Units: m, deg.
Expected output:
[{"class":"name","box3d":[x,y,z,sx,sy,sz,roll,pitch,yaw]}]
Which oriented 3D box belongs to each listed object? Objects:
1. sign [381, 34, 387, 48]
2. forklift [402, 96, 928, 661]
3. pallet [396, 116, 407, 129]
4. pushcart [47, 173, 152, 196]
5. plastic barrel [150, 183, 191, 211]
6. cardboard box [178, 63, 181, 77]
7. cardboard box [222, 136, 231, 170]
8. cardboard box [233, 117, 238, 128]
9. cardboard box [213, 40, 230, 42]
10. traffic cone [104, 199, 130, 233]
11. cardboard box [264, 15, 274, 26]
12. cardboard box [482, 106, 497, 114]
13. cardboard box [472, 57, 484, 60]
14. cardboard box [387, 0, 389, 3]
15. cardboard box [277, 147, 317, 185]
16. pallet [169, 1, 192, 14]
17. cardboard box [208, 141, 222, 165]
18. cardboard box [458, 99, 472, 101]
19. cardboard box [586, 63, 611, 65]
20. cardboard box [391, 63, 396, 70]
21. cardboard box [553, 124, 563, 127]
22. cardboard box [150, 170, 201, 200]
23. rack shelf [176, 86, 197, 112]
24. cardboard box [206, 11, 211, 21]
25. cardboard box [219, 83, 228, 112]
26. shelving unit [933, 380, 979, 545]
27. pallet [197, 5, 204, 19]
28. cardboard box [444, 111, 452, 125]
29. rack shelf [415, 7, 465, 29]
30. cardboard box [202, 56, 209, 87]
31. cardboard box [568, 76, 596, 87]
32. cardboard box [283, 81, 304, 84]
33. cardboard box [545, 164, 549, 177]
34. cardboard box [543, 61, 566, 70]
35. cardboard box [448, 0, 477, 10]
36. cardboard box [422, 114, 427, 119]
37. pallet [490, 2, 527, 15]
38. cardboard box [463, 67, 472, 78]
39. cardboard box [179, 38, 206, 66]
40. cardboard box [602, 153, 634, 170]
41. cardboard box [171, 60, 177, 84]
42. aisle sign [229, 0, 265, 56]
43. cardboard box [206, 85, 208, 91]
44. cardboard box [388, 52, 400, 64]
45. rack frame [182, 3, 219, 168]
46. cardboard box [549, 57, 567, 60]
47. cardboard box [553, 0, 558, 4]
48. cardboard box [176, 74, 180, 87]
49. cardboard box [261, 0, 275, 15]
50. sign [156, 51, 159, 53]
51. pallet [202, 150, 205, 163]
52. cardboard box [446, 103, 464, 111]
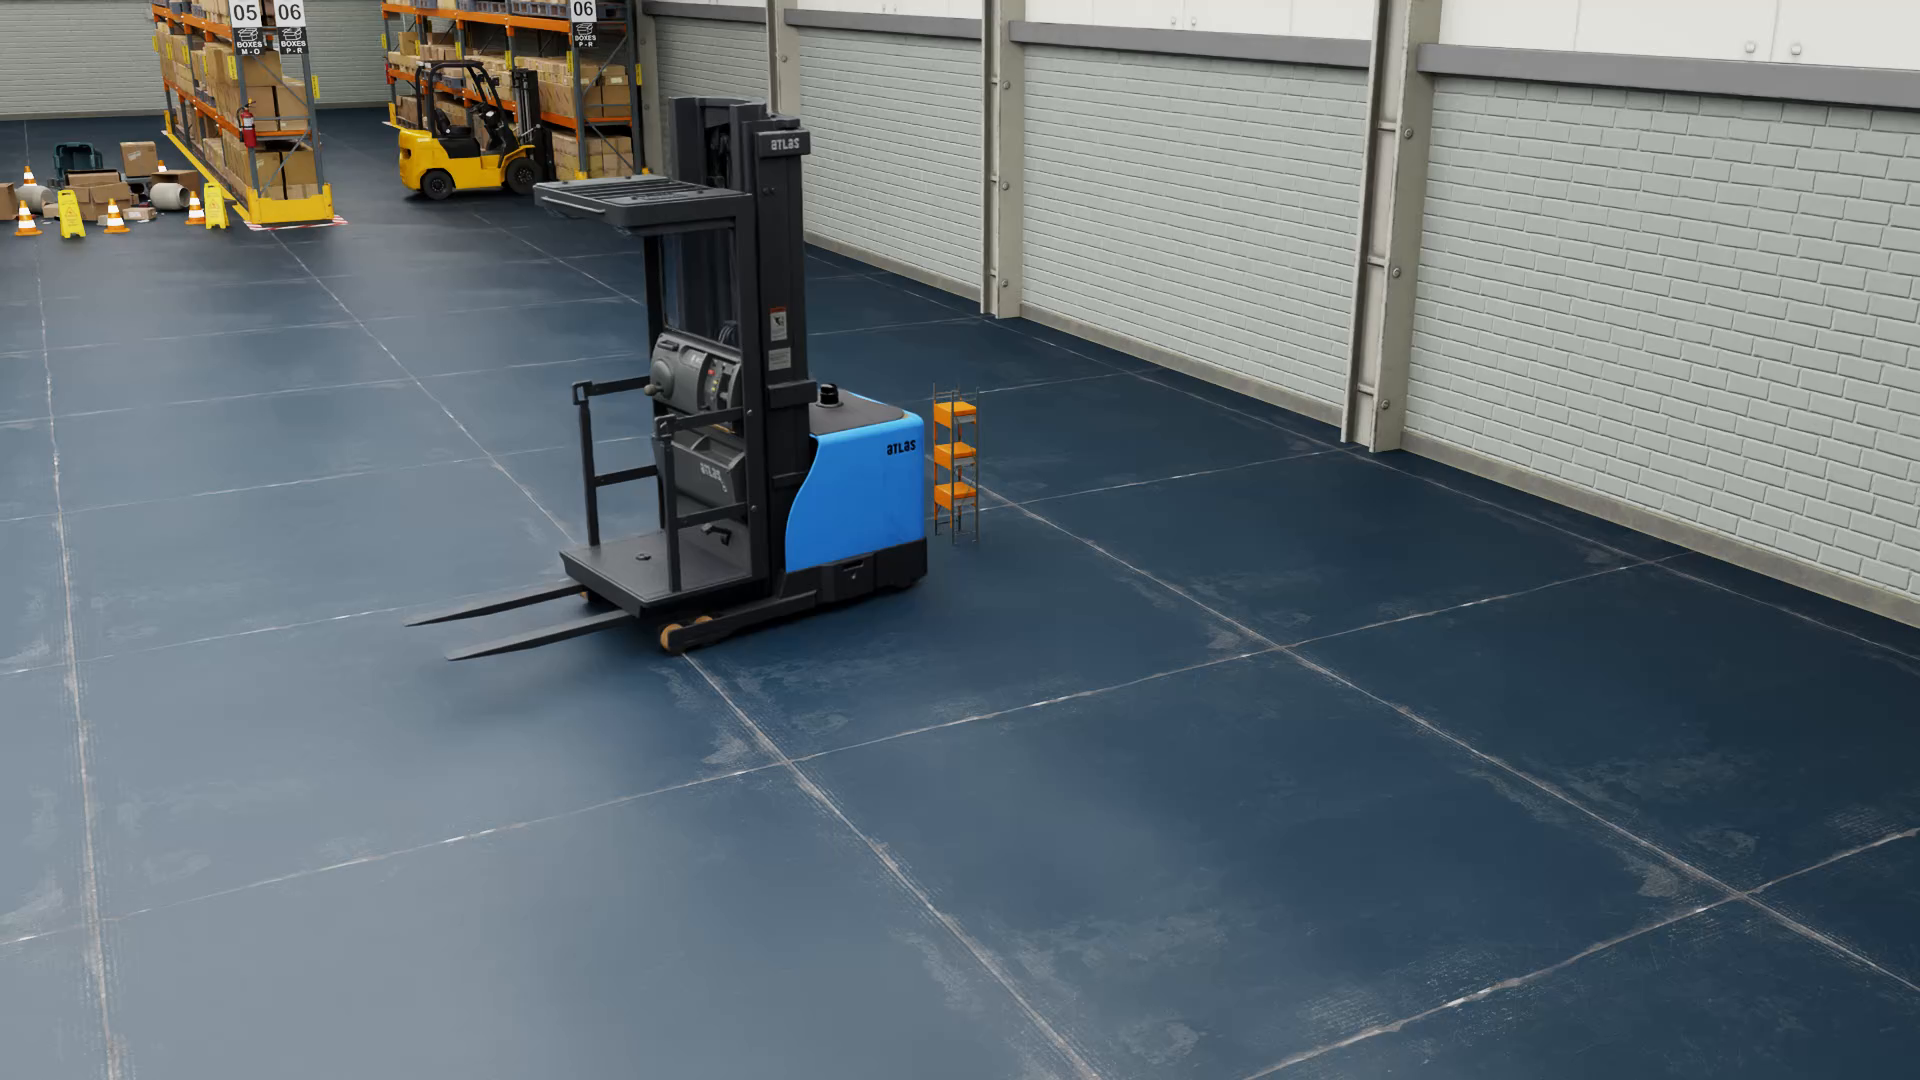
[{"class":"sign","box3d":[-13.781,-11.933,39.788,0.100,0.325,0.005,-10,21,-27]},{"class":"forklift","box3d":[-1.673,-0.942,9.368,3.031,2.935,1.130,-14,24,-36]},{"class":"pallet","box3d":[-12.888,-10.039,39.902,1.003,0.211,1.213,-10,21,-27]},{"class":"pushcart","box3d":[-13.955,-5.786,27.321,0.936,0.377,1.648,16,25,39]},{"class":"plastic barrel","box3d":[-12.386,-5.386,26.090,0.512,0.421,0.421,4,19,11]},{"class":"cardboard box","box3d":[-15.321,-9.391,33.211,0.500,0.250,0.500,-10,21,-26]},{"class":"cardboard box","box3d":[-11.929,-6.435,27.604,0.500,0.500,0.500,-9,21,-24]},{"class":"cardboard box","box3d":[-10.908,-6.402,25.471,0.380,0.149,0.250,-10,21,-26]},{"class":"cardboard box","box3d":[-13.890,-9.241,31.627,0.500,0.500,0.500,-11,22,-28]},{"class":"traffic cone","box3d":[-12.227,-4.700,24.042,0.336,0.463,0.334,-10,21,-27]},{"class":"cardboard box","box3d":[-10.148,-7.751,24.782,0.380,0.149,0.250,-11,22,-28]},{"class":"cardboard box","box3d":[-9.769,-8.972,34.729,0.380,0.149,0.250,-10,21,-26]},{"class":"cardboard box","box3d":[-9.340,-9.382,32.574,0.380,0.149,0.250,-9,21,-25]},{"class":"cardboard box","box3d":[-13.357,-12.780,39.355,0.380,0.149,0.250,-9,21,-26]},{"class":"cardboard box","box3d":[-10.224,-5.779,25.703,0.500,0.500,0.500,-11,22,-28]},{"class":"pallet","box3d":[-14.224,-10.047,31.340,1.213,0.211,1.003,-9,21,-24]},{"class":"cardboard box","box3d":[-13.254,-7.123,30.562,0.950,0.372,0.625,-10,22,-28]},{"class":"cardboard box","box3d":[-10.846,-9.647,36.685,0.380,0.149,0.250,-10,21,-27]},{"class":"cardboard box","box3d":[-6.014,-7.866,27.725,0.380,0.149,0.250,-10,21,-26]},{"class":"cardboard box","box3d":[-13.389,-11.352,39.817,0.380,0.149,0.250,-10,21,-27]},{"class":"cardboard box","box3d":[-6.947,-7.280,29.669,0.500,0.250,0.500,-10,22,-27]},{"class":"cardboard box","box3d":[-12.660,-5.694,26.864,0.500,0.500,0.500,4,19,11]},{"class":"rack shelf","box3d":[-14.821,-8.776,33.067,1.077,0.370,4.000,-10,21,-27]},{"class":"cardboard box","box3d":[-11.967,-8.481,26.897,0.380,0.149,0.250,-10,21,-27]},{"class":"cardboard box","box3d":[-11.522,-7.125,26.572,0.500,0.500,0.500,-10,21,-27]},{"class":"shelving unit","box3d":[-0.025,-0.512,11.005,0.215,1.050,0.252,-10,21,-27]},{"class":"pallet","box3d":[-12.171,-8.916,28.061,1.213,0.211,1.003,-10,21,-27]},{"class":"cardboard box","box3d":[-10.637,-8.858,35.391,0.500,0.500,0.500,-11,22,-29]},{"class":"rack shelf","box3d":[-10.454,-10.963,34.809,1.077,0.370,4.000,-10,21,-27]},{"class":"cardboard box","box3d":[-12.869,-8.168,28.950,0.500,0.500,0.500,-9,21,-25]},{"class":"cardboard box","box3d":[-6.117,-7.425,26.903,0.380,0.149,0.250,-10,21,-26]},{"class":"cardboard box","box3d":[-10.302,-6.760,25.514,0.500,0.500,0.500,-9,21,-25]},{"class":"cardboard box","box3d":[-6.931,-6.434,28.751,0.500,0.250,0.500,-9,21,-25]},{"class":"cardboard box","box3d":[-6.899,-8.094,28.385,0.380,0.149,0.250,-10,21,-26]},{"class":"cardboard box","box3d":[-9.962,-10.768,33.371,0.500,0.250,0.500,-11,22,-28]},{"class":"cardboard box","box3d":[-12.097,-9.583,37.851,0.396,0.266,0.258,-9,21,-25]},{"class":"pallet","box3d":[-8.035,-9.742,30.460,0.805,0.209,1.217,-11,22,-29]},{"class":"cardboard box","box3d":[-9.531,-9.308,32.970,0.500,0.250,0.500,-10,21,-27]},{"class":"cardboard box","box3d":[-14.828,-9.459,32.259,0.500,0.500,0.500,-10,21,-27]},{"class":"cardboard box","box3d":[-5.746,-6.317,27.645,0.500,0.250,0.500,-10,21,-26]},{"class":"cardboard box","box3d":[-16.216,-9.831,34.869,0.500,0.500,0.500,-10,21,-26]},{"class":"aisle sign","box3d":[-10.298,-7.411,24.025,0.394,0.787,0.004,-10,21,-27]},{"class":"cardboard box","box3d":[-13.391,-8.188,30.003,0.380,0.149,0.250,-9,21,-23]},{"class":"cardboard box","box3d":[-13.325,-11.506,39.650,0.500,0.250,0.500,-10,21,-26]},{"class":"rack frame","box3d":[-13.871,-8.541,31.286,1.000,3.000,0.127,-10,21,-27]},{"class":"cardboard box","box3d":[-7.105,-8.534,29.662,0.380,0.149,0.250,-11,22,-28]},{"class":"cardboard box","box3d":[-6.366,-8.751,26.882,0.380,0.149,0.250,-11,22,-28]},{"class":"cardboard box","box3d":[-15.794,-9.452,34.154,0.500,0.250,0.500,-11,22,-28]},{"class":"cardboard box","box3d":[-10.077,-7.918,24.655,0.500,0.250,0.500,-10,22,-28]},{"class":"sign","box3d":[-20.440,-12.591,42.607,0.327,0.218,0.001,-10,21,-27]},{"class":"pallet","box3d":[-14.179,-7.461,32.431,1.003,0.211,1.213,-10,21,-27]},{"class":"cardboard box","box3d":[-10.793,-9.274,35.603,0.380,0.149,0.250,-9,21,-25]}]
